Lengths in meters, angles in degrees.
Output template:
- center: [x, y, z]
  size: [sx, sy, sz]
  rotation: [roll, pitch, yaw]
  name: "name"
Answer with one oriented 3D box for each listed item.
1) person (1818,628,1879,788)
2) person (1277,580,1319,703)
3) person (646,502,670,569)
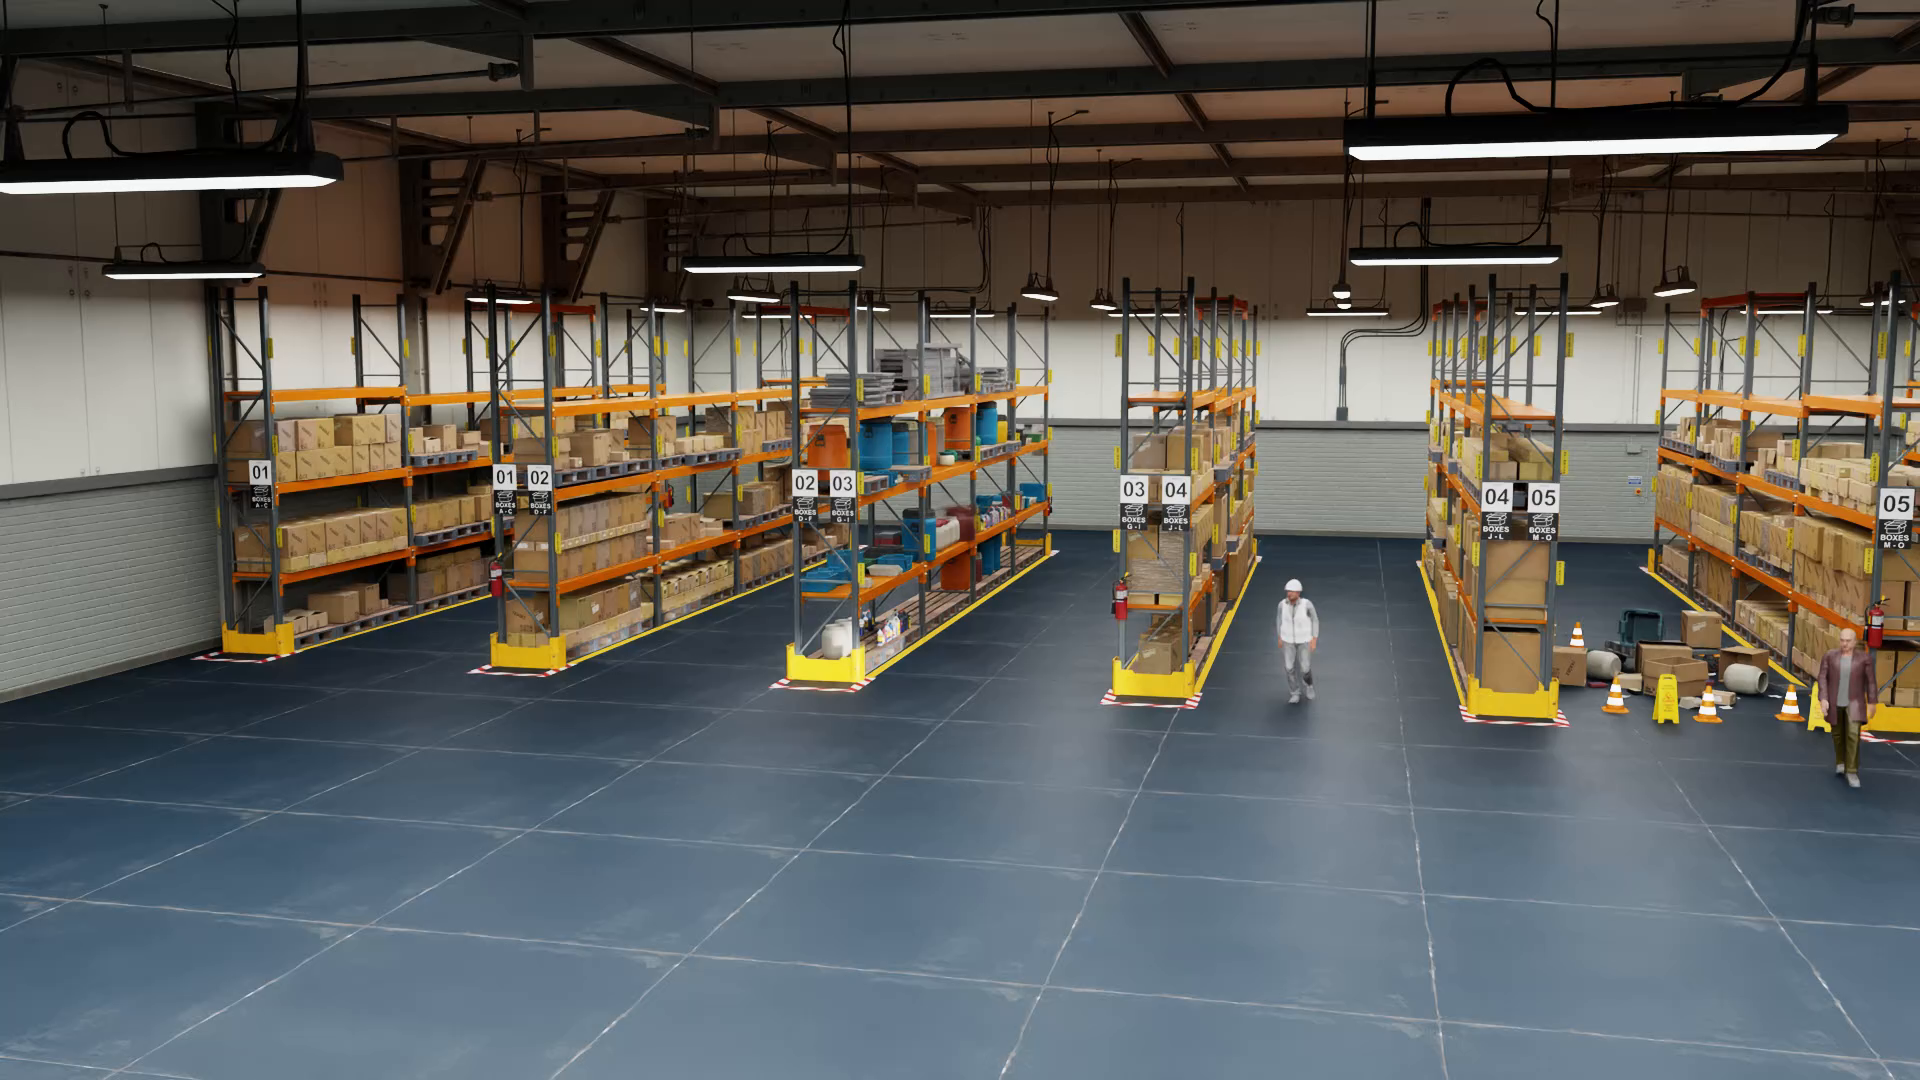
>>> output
- center: [10.268, 1.913, 19.301]
  size: [0.621, 1.718, 0.939]
  rotation: [6, 9, 40]
  name: "person"
- center: [4.802, 1.422, 23.670]
  size: [0.612, 1.757, 0.565]
  rotation: [3, 7, 22]
  name: "person"
- center: [-6.903, -0.139, 37.905]
  size: [0.450, 1.540, 0.972]
  rotation: [2, 7, 13]
  name: "person"
